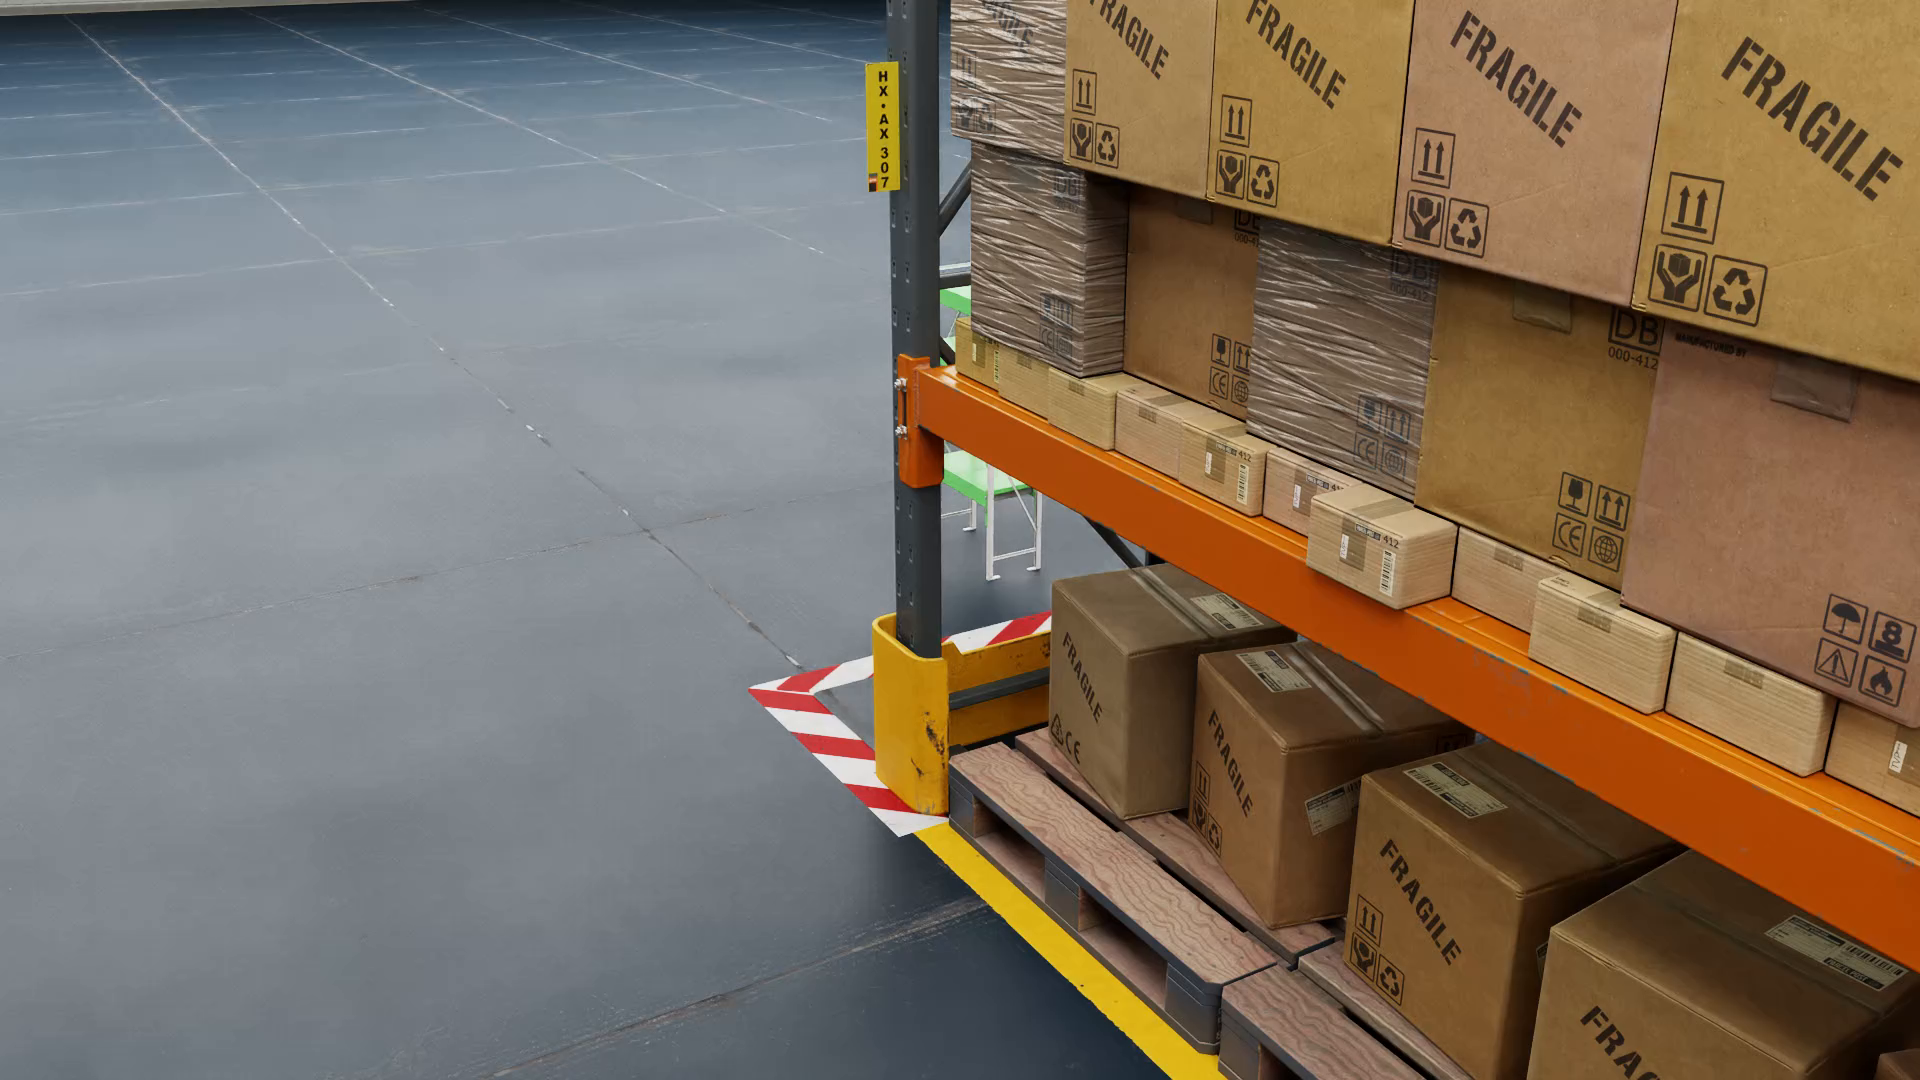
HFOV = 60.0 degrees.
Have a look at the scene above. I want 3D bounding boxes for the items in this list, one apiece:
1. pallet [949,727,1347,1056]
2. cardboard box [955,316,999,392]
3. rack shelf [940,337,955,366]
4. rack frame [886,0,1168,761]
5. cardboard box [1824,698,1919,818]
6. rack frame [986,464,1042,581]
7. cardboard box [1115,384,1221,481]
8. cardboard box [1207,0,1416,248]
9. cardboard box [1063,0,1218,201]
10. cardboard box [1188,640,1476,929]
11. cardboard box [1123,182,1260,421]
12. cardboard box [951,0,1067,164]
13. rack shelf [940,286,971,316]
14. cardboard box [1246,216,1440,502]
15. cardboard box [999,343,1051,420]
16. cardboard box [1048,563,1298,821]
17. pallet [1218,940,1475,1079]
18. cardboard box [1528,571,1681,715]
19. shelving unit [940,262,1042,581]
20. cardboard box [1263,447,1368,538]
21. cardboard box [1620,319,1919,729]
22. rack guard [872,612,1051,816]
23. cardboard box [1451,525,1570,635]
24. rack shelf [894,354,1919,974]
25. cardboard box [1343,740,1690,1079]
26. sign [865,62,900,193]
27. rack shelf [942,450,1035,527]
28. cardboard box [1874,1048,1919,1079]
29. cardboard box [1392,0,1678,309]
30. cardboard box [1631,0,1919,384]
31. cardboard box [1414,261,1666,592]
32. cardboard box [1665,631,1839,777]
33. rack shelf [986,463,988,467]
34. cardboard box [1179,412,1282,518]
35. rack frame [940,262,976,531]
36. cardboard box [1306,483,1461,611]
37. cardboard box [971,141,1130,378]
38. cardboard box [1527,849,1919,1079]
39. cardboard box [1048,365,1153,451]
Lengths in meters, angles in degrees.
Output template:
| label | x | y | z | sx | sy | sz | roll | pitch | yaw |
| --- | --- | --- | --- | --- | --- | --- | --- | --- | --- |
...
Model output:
| label | x | y | z | sx | sy | sz | roll | pitch | yaw |
| --- | --- | --- | --- | --- | --- | --- | --- | --- | --- |
| pallet | 0.694 | 0.815 | 4.526 | 1.003 | 0.211 | 1.213 | -13 | 25 | -28 |
| cardboard box | 0.211 | -0.517 | 4.433 | 0.380 | 0.149 | 0.250 | -13 | 25 | -28 |
| rack shelf | 0.085 | -0.665 | 6.387 | 0.258 | 0.148 | 0.480 | -13 | 25 | -28 |
| rack frame | 0.270 | -0.771 | 4.725 | 1.000 | 3.000 | 0.127 | -13 | 25 | -28 |
| cardboard box | 1.518 | 0.286 | 2.458 | 0.380 | 0.149 | 0.250 | -13 | 25 | -28 |
| rack frame | 0.209 | -0.423 | 6.259 | 0.240 | 1.200 | 0.015 | -13 | 25 | -28 |
| cardboard box | 0.583 | -0.271 | 3.829 | 0.380 | 0.149 | 0.250 | -13 | 25 | -28 |
| cardboard box | 0.823 | -0.863 | 3.096 | 0.500 | 0.500 | 0.500 | -13 | 25 | -28 |
| cardboard box | 0.566 | -1.025 | 3.494 | 0.500 | 0.500 | 0.500 | -13 | 25 | -28 |
| cardboard box | 0.910 | 0.585 | 4.152 | 0.500 | 0.500 | 0.500 | -6 | 23 | -14 |
| cardboard box | 0.886 | -0.633 | 3.858 | 0.875 | 0.500 | 0.500 | -13 | 25 | -28 |
| cardboard box | 0.317 | -1.188 | 3.895 | 0.500 | 0.500 | 0.500 | -13 | 25 | -28 |
| rack shelf | 0.085 | -0.888 | 6.297 | 0.258 | 0.148 | 0.480 | -13 | 25 | -28 |
| cardboard box | 1.105 | -0.463 | 3.439 | 0.875 | 0.500 | 0.500 | -13 | 25 | -28 |
| cardboard box | 0.322 | -0.432 | 4.224 | 0.380 | 0.149 | 0.250 | -13 | 25 | -28 |
| cardboard box | 0.575 | 0.398 | 4.612 | 0.500 | 0.500 | 0.500 | -8 | 23 | -18 |
| pallet | 1.313 | 1.209 | 3.555 | 1.003 | 0.211 | 1.213 | -13 | 25 | -28 |
| cardboard box | 1.198 | 0.139 | 2.820 | 0.380 | 0.149 | 0.250 | -13 | 25 | -28 |
| shelving unit | 0.085 | -0.502 | 6.454 | 0.258 | 1.200 | 0.503 | -13 | 25 | -28 |
| cardboard box | 0.855 | -0.113 | 3.440 | 0.380 | 0.149 | 0.250 | -13 | 25 | -28 |
| cardboard box | 1.570 | -0.129 | 2.618 | 0.875 | 0.500 | 0.500 | -13 | 25 | -28 |
| rack guard | 0.309 | 0.411 | 5.135 | 1.175 | 0.500 | 0.348 | -13 | 25 | -28 |
| cardboard box | 1.136 | 0.043 | 3.056 | 0.380 | 0.149 | 0.250 | -13 | 25 | -28 |
| rack shelf | 1.292 | 0.210 | 3.268 | 1.077 | 0.370 | 4.000 | -13 | 25 | -28 |
| cardboard box | 1.213 | 0.791 | 3.644 | 0.500 | 0.500 | 0.500 | -10 | 24 | -23 |
| sign | -0.196 | -1.068 | 4.305 | 0.100 | 0.325 | 0.005 | -13 | 25 | -28 |
| rack shelf | 0.085 | -0.221 | 6.568 | 0.258 | 0.148 | 0.480 | -13 | 25 | -28 |
| cardboard box | 1.845 | 1.166 | 2.721 | 0.500 | 0.500 | 0.500 | -5 | 23 | -11 |
| cardboard box | 1.084 | -0.703 | 2.701 | 0.500 | 0.500 | 0.500 | -13 | 25 | -28 |
| cardboard box | 1.336 | -0.540 | 2.301 | 0.500 | 0.500 | 0.500 | -13 | 25 | -28 |
| cardboard box | 1.350 | -0.299 | 3.035 | 0.875 | 0.500 | 0.500 | -13 | 25 | -28 |
| cardboard box | 1.355 | 0.213 | 2.638 | 0.380 | 0.149 | 0.250 | -13 | 25 | -28 |
| rack shelf | 0.085 | -0.443 | 6.478 | 0.258 | 0.148 | 0.480 | -13 | 25 | -28 |
| cardboard box | 0.704 | -0.189 | 3.627 | 0.380 | 0.149 | 0.250 | -13 | 25 | -28 |
| rack frame | -0.040 | -0.581 | 6.648 | 0.240 | 1.200 | 0.015 | -13 | 25 | -28 |
| cardboard box | 0.894 | -0.012 | 3.192 | 0.380 | 0.149 | 0.250 | -13 | 25 | -28 |
| cardboard box | 0.528 | -0.772 | 4.199 | 0.875 | 0.500 | 0.500 | -13 | 25 | -28 |
| cardboard box | 1.460 | 0.980 | 3.178 | 0.500 | 0.500 | 0.500 | -15 | 27 | -33 |
| cardboard box | 0.437 | -0.348 | 4.018 | 0.380 | 0.149 | 0.250 | -13 | 25 | -28 |
